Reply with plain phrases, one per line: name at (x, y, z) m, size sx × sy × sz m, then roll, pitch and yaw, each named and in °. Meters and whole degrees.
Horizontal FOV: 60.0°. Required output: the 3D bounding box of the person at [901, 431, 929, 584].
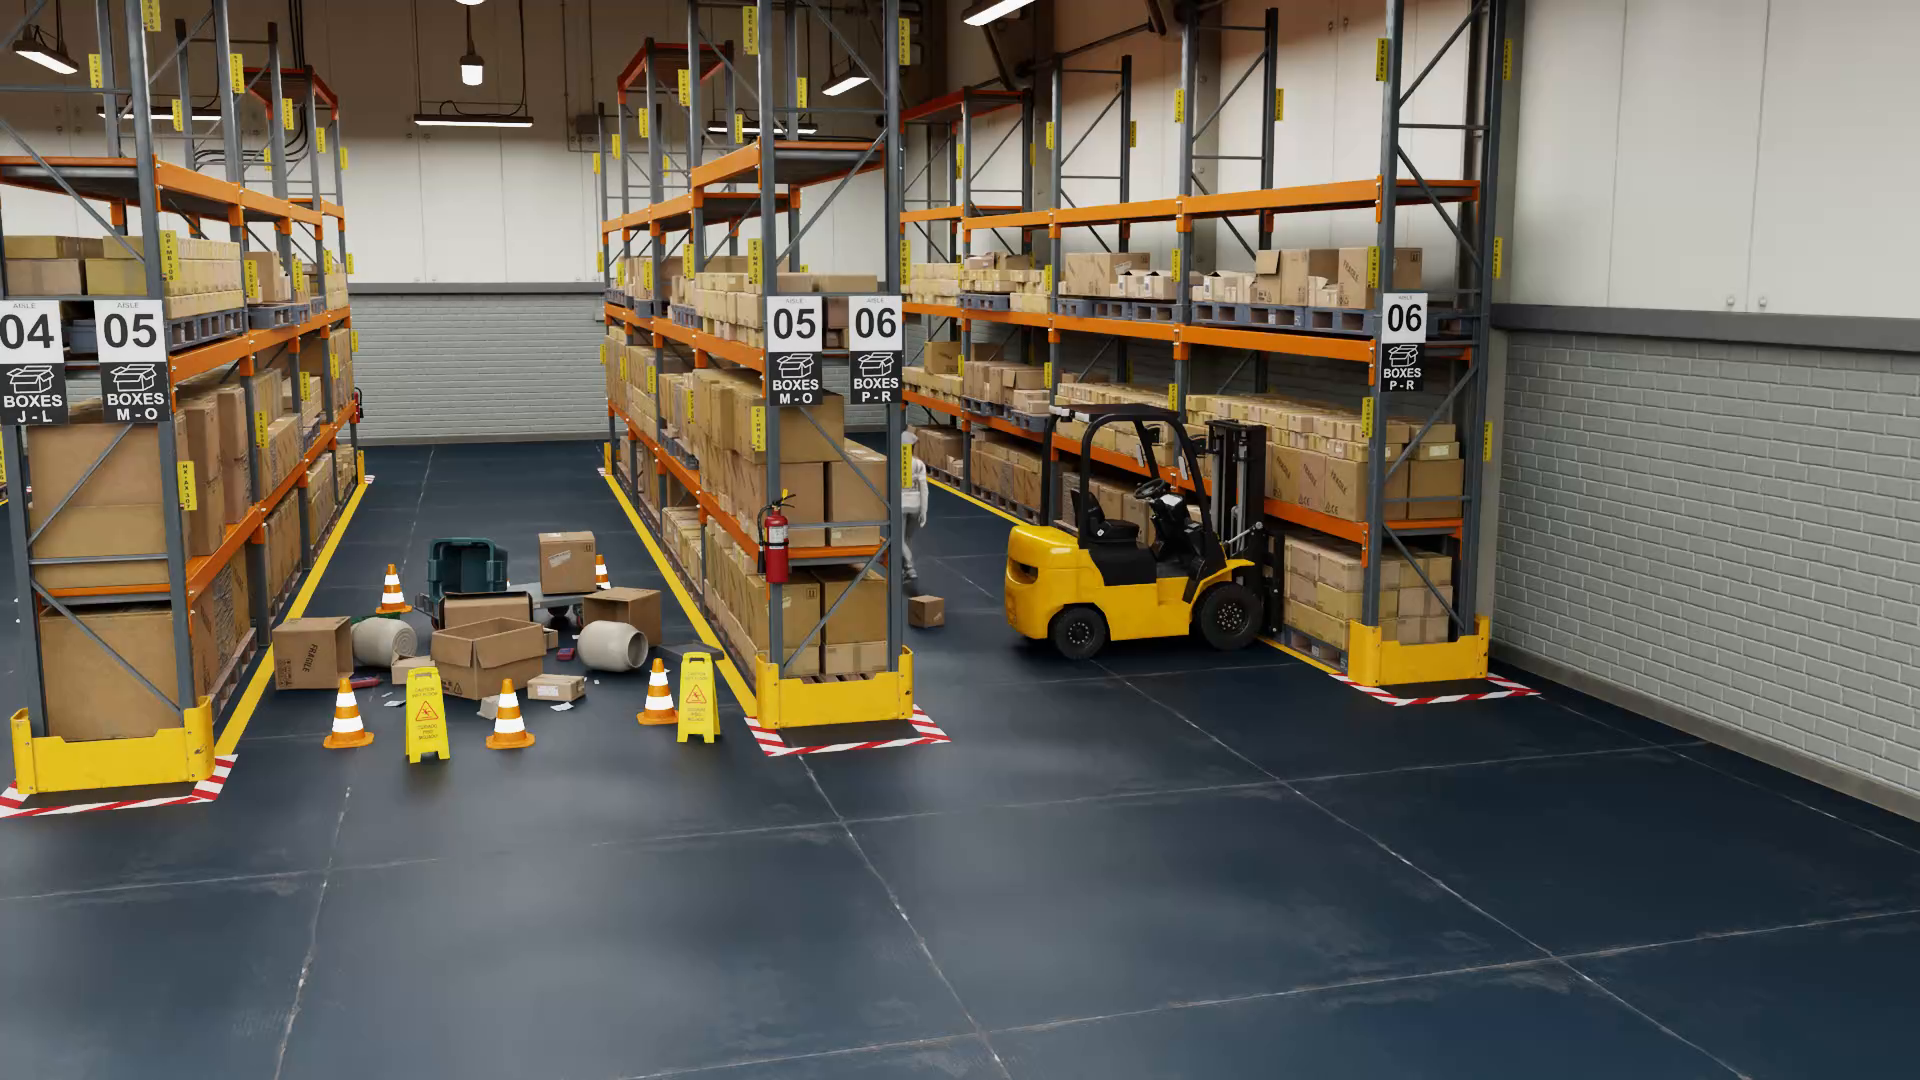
person at (-0.594, -0.343, 17.829) m, size 0.479 × 1.639 × 0.993 m, roll -4°, pitch 10°, yaw -22°
